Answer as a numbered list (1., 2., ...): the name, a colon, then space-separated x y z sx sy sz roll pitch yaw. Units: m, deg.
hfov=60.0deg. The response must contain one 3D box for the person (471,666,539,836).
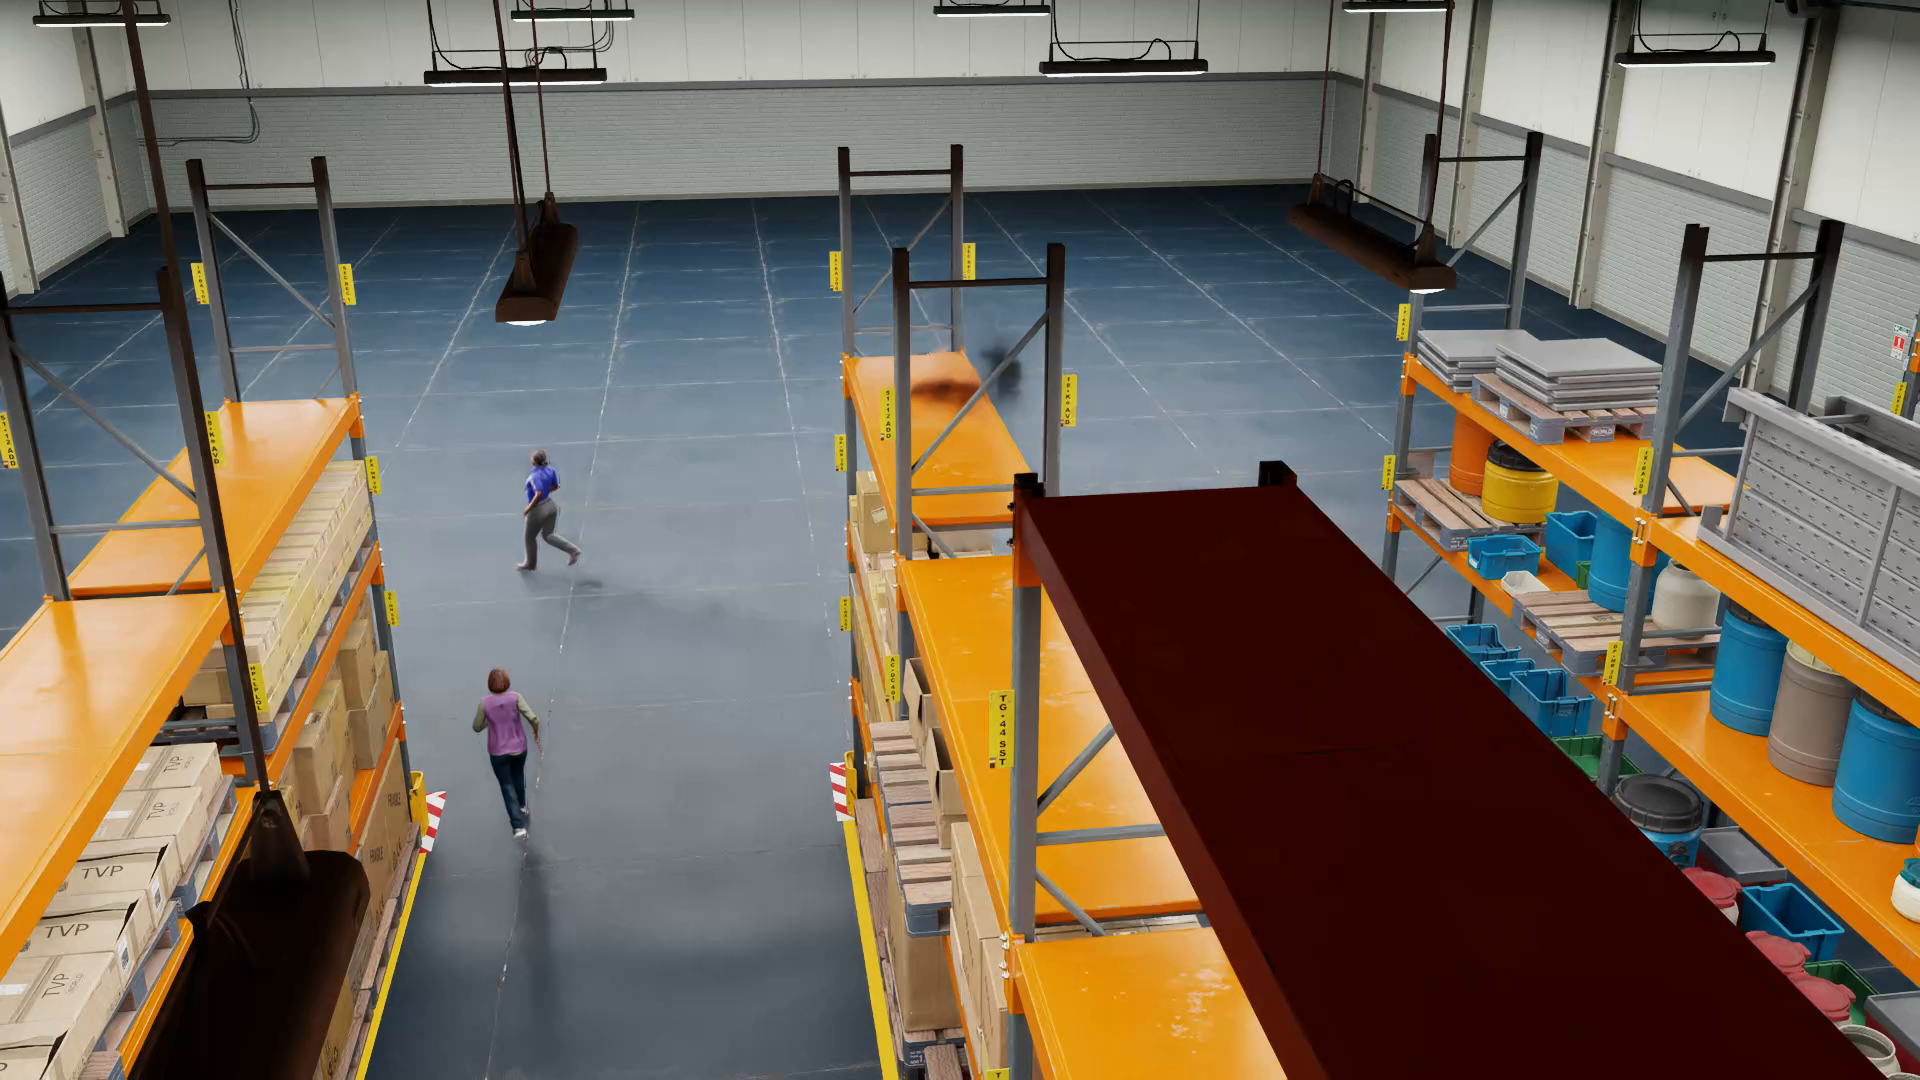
1. person: -4.011 1.864 14.746 0.551 1.602 0.819 -10 24 -23

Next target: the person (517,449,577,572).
1. person: -5.146 -0.335 20.306 0.842 1.621 0.594 9 23 23
